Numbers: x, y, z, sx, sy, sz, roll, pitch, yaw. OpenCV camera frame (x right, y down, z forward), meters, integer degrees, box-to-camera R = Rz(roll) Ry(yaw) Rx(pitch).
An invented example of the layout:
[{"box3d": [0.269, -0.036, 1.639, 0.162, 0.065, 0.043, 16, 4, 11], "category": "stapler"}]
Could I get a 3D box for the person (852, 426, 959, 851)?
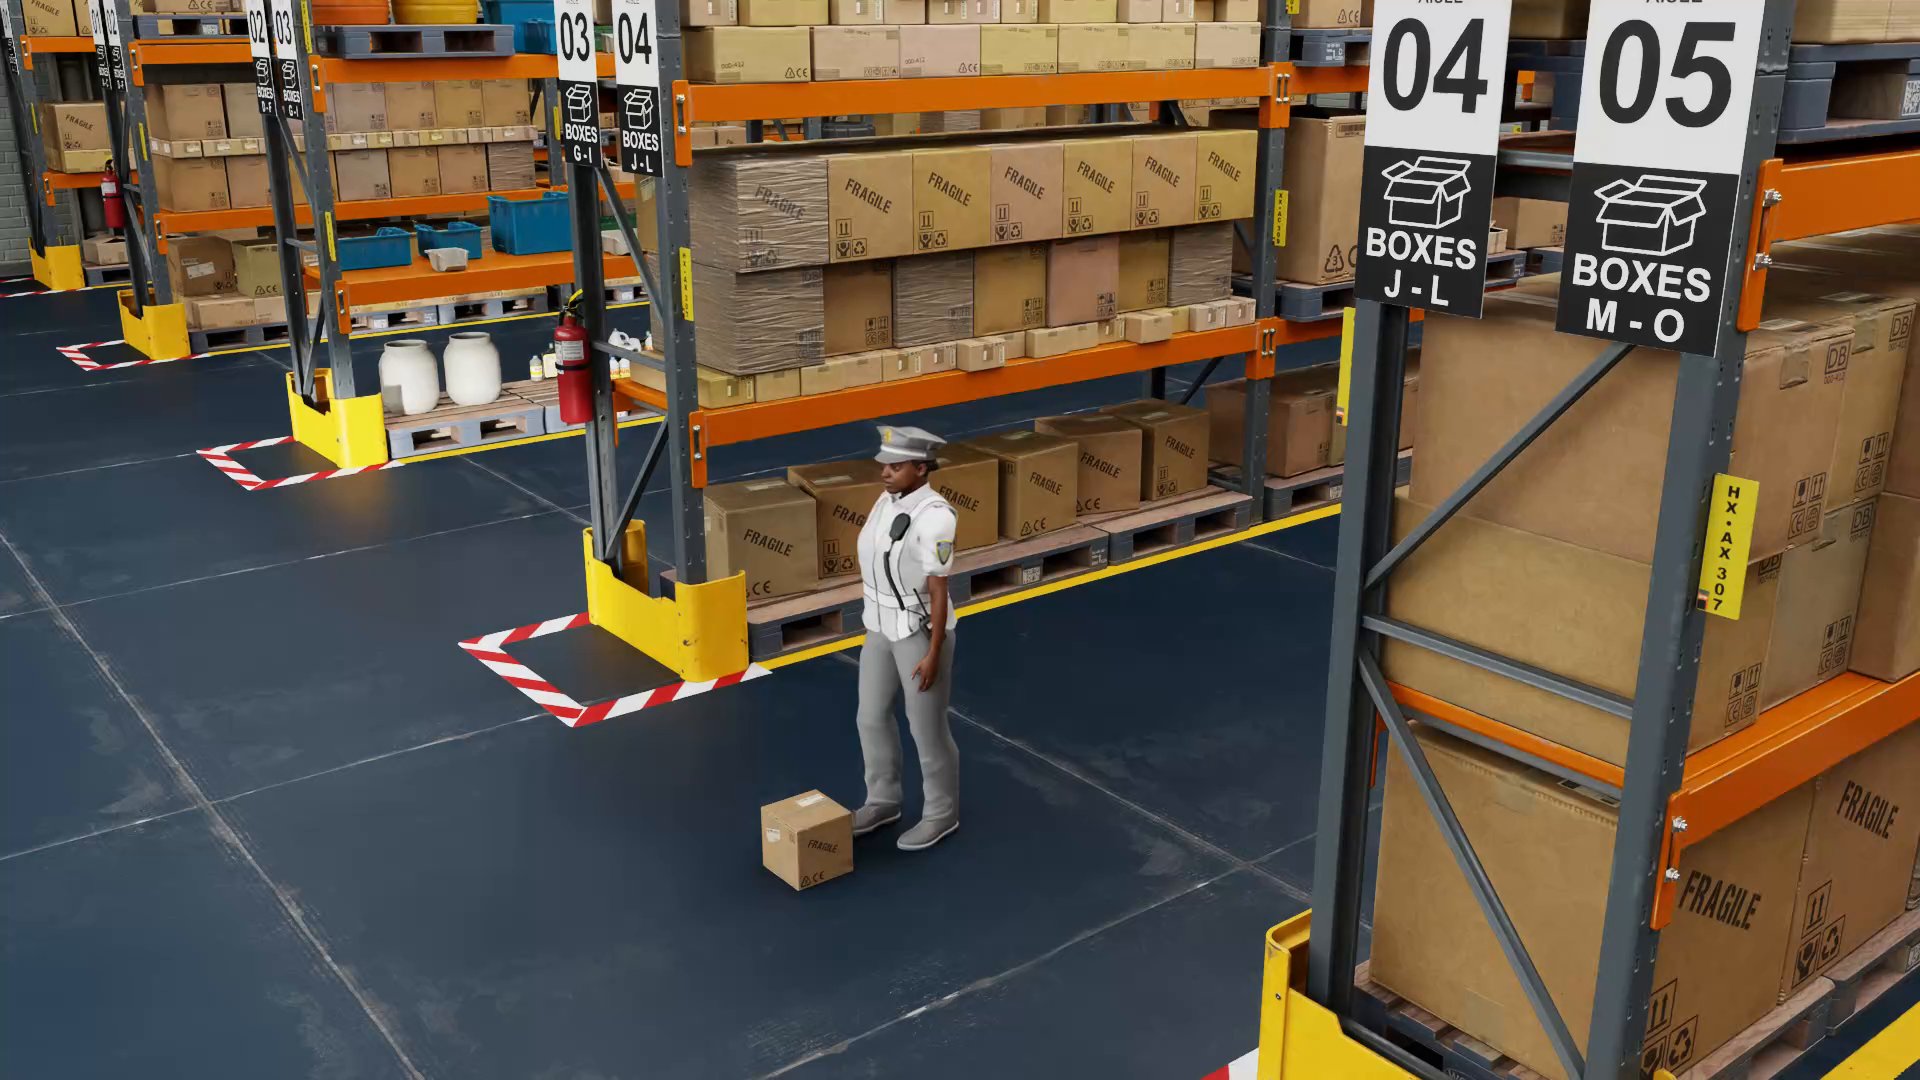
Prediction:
[{"box3d": [-0.229, 0.379, 6.353, 0.428, 1.676, 0.441, -13, 22, -35], "category": "person"}]
